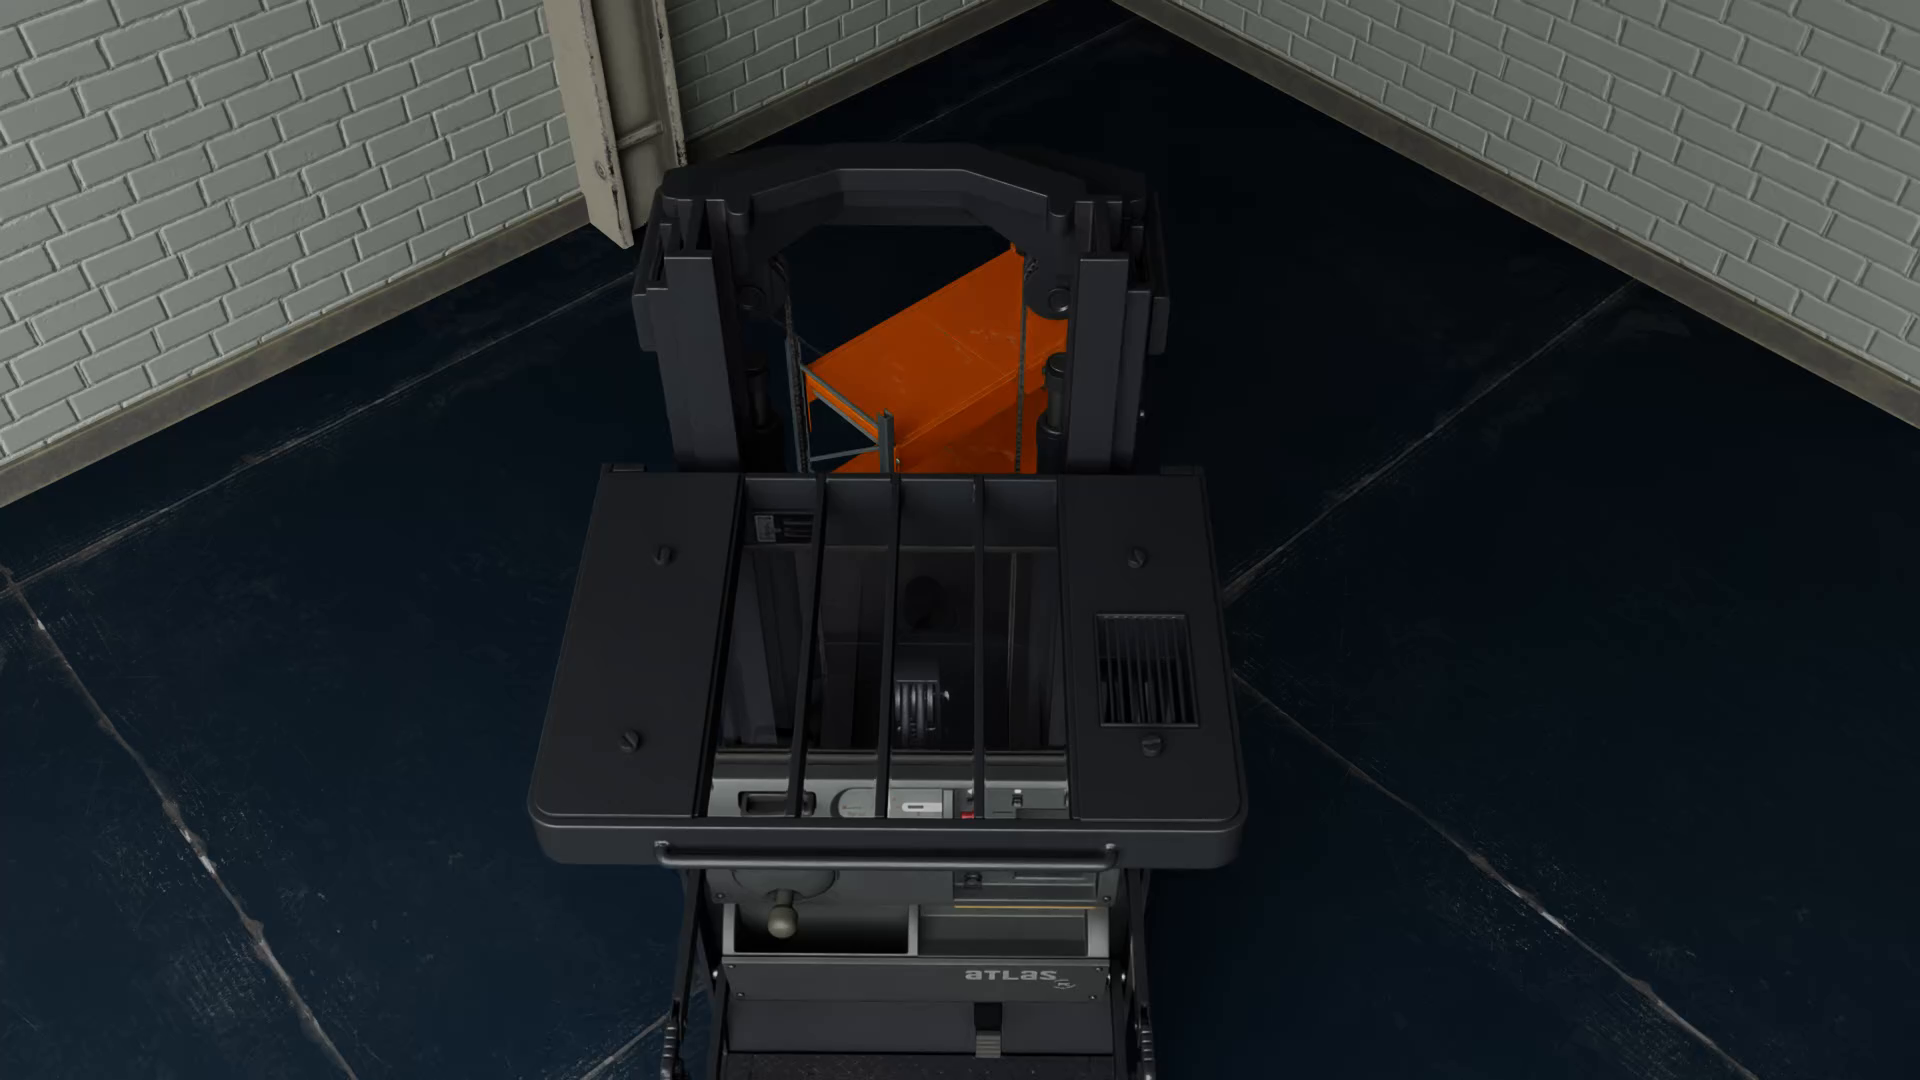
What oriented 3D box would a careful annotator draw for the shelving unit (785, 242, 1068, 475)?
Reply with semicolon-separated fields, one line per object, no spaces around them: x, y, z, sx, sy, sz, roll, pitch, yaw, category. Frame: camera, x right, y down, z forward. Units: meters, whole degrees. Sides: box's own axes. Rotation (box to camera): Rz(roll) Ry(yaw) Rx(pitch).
-0.005;-0.378;5.834;1.048;1.125;0.538;-34;56;-27;shelving unit

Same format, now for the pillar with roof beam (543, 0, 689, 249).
1.436;-2.195;2.152;0.400;9.000;9.100;-34;56;-27;pillar with roof beam

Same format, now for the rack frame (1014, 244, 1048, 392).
0.371;-0.629;6.065;0.032;1.125;0.500;-34;56;-27;rack frame

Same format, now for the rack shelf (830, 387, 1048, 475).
-0.005;-0.212;6.013;1.000;0.278;0.538;-34;56;-27;rack shelf

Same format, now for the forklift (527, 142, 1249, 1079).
-0.105;0.785;3.532;1.130;2.935;3.031;0;47;0;forklift

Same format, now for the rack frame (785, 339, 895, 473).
-0.381;-0.127;5.602;0.032;1.125;0.500;-34;56;-27;rack frame

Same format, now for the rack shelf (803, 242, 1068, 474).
-0.005;-0.577;5.618;1.000;0.278;0.538;-34;56;-27;rack shelf
